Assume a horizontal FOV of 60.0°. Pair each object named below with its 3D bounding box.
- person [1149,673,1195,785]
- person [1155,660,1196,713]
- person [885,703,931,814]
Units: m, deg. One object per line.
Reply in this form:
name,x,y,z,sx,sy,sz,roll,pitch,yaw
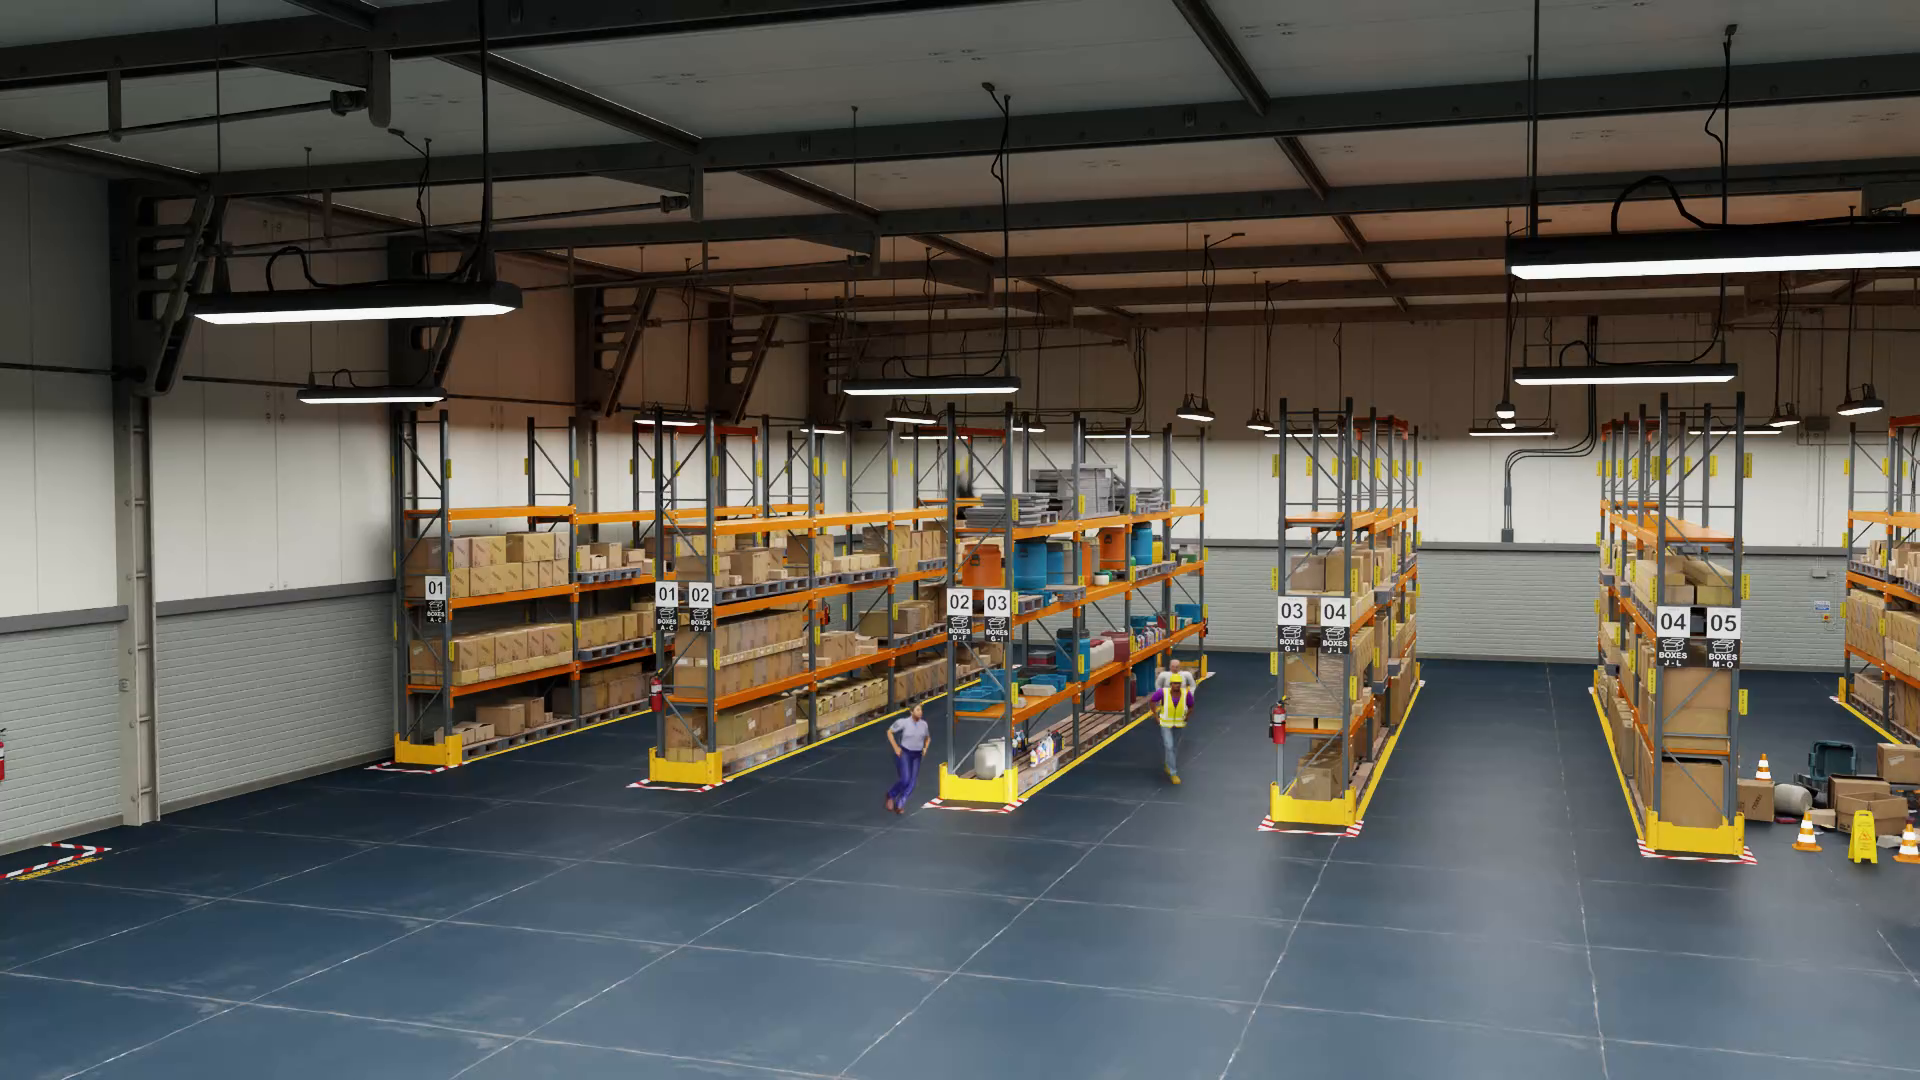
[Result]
person,3.391,2.957,26.517,0.713,1.707,1.124,0,2,-5
person,3.770,2.922,29.115,0.711,1.724,0.873,0,2,5
person,-0.713,3.170,24.164,0.671,1.600,0.519,-2,3,-34
